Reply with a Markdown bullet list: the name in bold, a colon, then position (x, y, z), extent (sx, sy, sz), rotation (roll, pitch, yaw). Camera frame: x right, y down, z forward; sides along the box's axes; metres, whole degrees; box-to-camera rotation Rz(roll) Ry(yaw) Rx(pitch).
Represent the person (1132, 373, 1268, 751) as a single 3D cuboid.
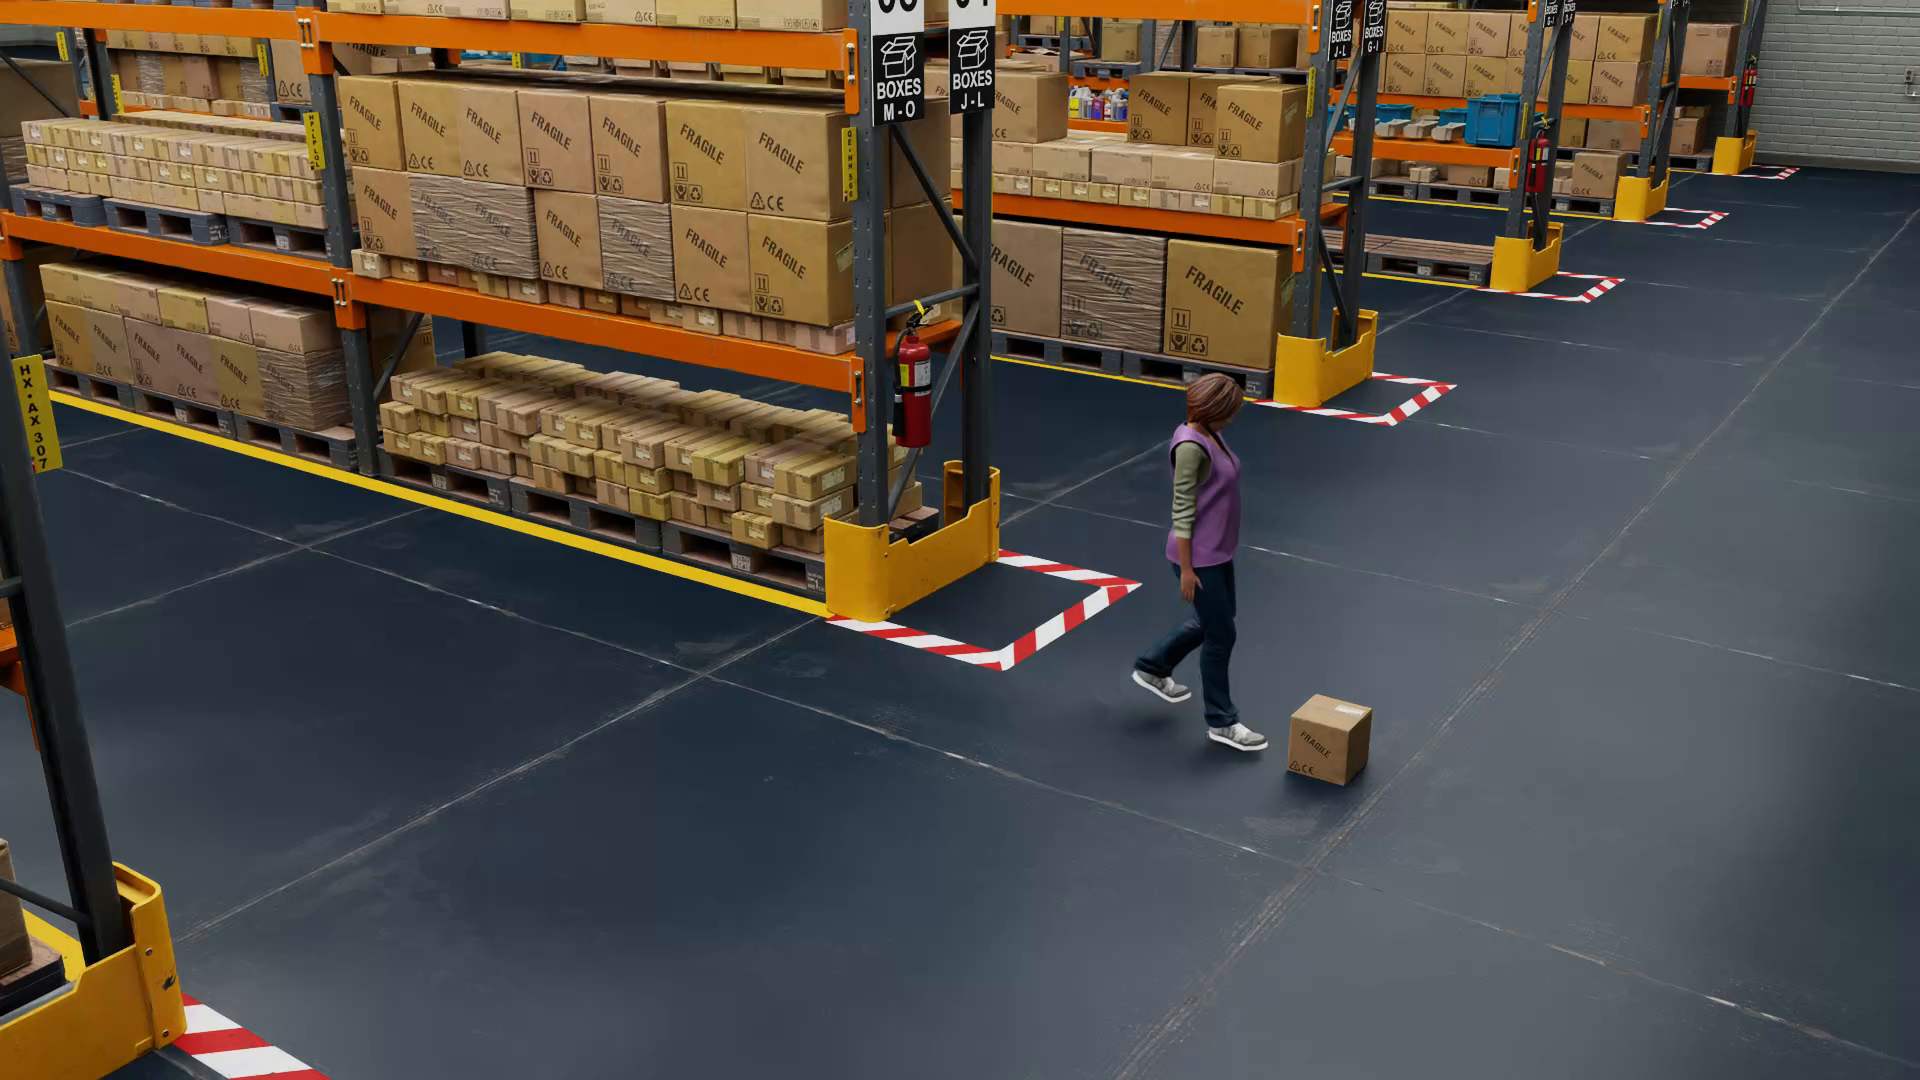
- **person**: position (1.019, 0.079, 6.871), extent (0.647, 1.556, 0.443), rotation (8, 21, 20)
